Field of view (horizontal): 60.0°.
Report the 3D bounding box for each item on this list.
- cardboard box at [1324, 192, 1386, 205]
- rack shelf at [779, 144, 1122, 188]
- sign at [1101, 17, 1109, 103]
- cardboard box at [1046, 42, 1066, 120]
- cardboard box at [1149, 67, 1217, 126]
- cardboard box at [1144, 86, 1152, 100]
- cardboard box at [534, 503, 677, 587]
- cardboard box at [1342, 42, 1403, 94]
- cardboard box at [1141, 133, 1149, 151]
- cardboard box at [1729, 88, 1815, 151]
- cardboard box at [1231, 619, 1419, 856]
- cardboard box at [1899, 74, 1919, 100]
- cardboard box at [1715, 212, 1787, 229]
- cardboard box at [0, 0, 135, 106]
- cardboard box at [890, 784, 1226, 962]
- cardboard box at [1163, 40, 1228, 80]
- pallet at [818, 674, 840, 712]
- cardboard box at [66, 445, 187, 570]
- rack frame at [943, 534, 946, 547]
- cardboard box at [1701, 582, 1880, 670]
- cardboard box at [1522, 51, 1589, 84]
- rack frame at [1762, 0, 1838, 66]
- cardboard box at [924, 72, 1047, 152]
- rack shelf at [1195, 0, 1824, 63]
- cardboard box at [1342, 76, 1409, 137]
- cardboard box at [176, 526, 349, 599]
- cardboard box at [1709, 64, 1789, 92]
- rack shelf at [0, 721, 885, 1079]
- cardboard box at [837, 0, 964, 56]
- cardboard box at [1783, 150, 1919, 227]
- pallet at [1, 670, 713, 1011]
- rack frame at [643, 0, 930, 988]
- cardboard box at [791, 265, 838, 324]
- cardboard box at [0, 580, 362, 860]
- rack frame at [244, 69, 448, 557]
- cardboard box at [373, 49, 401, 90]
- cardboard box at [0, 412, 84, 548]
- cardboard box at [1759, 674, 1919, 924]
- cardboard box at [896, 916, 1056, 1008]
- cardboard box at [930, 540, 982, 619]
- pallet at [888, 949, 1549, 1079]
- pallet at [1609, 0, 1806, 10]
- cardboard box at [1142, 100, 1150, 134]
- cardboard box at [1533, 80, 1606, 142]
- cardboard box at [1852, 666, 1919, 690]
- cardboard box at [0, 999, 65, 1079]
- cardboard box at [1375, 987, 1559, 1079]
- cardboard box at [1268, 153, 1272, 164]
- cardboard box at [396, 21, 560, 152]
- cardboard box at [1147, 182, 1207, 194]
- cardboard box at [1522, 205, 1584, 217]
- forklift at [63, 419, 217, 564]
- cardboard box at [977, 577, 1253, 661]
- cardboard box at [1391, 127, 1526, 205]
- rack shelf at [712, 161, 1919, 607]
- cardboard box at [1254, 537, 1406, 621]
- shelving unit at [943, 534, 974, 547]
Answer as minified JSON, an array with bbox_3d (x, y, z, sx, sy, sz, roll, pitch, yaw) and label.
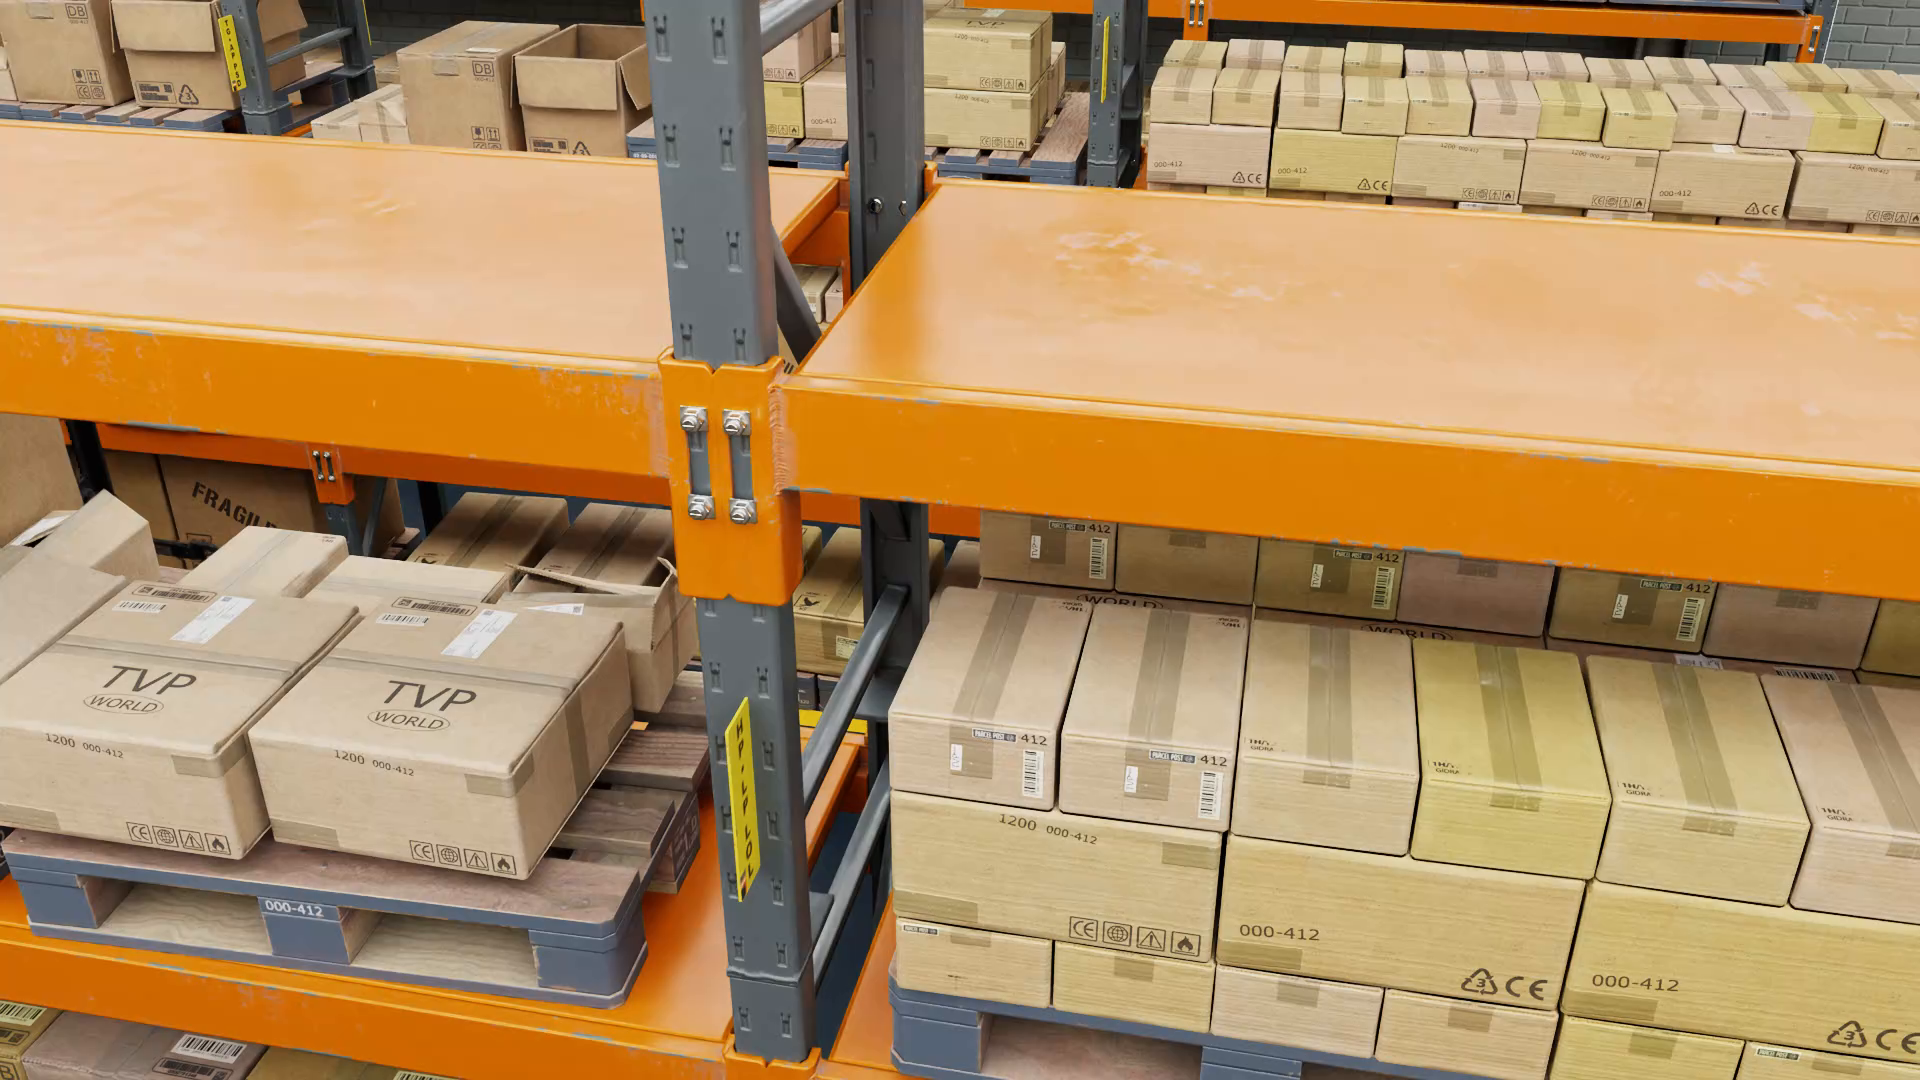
[{"bbox_3d":[1.706,-1.498,7.163,0.250,0.149,0.380,7,29,12],"label":"cardboard box"},{"bbox_3d":[-1.250,-1.709,8.036,4.000,0.370,1.077,6,29,11],"label":"rack shelf"},{"bbox_3d":[0.594,-1.962,6.801,0.005,0.325,0.100,6,29,11],"label":"sign"},{"bbox_3d":[0.218,-2.189,7.883,0.500,0.250,0.500,5,29,9],"label":"cardboard box"},{"bbox_3d":[0.946,-1.879,7.028,0.250,0.149,0.380,5,29,10],"label":"cardboard box"},{"bbox_3d":[1.440,-3.304,12.544,0.250,0.149,0.380,5,29,9],"label":"cardboard box"},{"bbox_3d":[-1.932,0.191,9.239,0.625,0.372,0.950,5,29,10],"label":"cardboard box"},{"bbox_3d":[1.849,-2.112,7.453,0.250,0.149,0.380,7,29,12],"label":"cardboard box"},{"bbox_3d":[1.205,-2.922,12.262,0.500,0.250,0.500,5,29,9],"label":"cardboard box"},{"bbox_3d":[3.253,-1.696,6.694,0.250,0.149,0.380,6,29,11],"label":"cardboard box"},{"bbox_3d":[0.553,0.290,2.525,0.250,0.149,0.380,6,29,10],"label":"cardboard box"},{"bbox_3d":[4.063,-1.812,6.905,0.250,0.149,0.380,6,29,10],"label":"cardboard box"},{"bbox_3d":[3.220,-1.329,6.853,0.250,0.149,0.380,6,29,10],"label":"cardboard box"},{"bbox_3d":[-4.214,-2.463,8.123,0.500,0.500,0.700,4,29,8],"label":"cardboard box"},{"bbox_3d":[0.191,0.399,2.742,0.500,0.250,0.500,6,29,11],"label":"cardboard box"},{"bbox_3d":[1.061,-2.134,7.494,0.250,0.149,0.380,6,29,12],"label":"cardboard box"},{"bbox_3d":[-0.056,0.638,9.028,1.213,0.211,1.003,6,29,11],"label":"pallet"},{"bbox_3d":[-4.735,-0.361,9.724,0.875,0.875,0.875,6,29,11],"label":"cardboard box"},{"bbox_3d":[-0.075,-0.534,10.138,0.006,1.200,0.240,6,29,11],"label":"rack frame"},{"bbox_3d":[1.429,0.057,2.950,0.250,0.149,0.380,5,29,10],"label":"cardboard box"},{"bbox_3d":[2.598,-2.024,7.292,0.250,0.149,0.380,6,29,11],"label":"cardboard box"},{"bbox_3d":[5.651,-2.439,11.743,0.127,3.000,1.000,6,29,11],"label":"rack frame"},{"bbox_3d":[0.104,-1.933,7.414,0.500,0.250,0.500,5,29,10],"label":"cardboard box"},{"bbox_3d":[3.695,-3.639,11.561,4.000,0.370,1.077,6,29,11],"label":"rack shelf"},{"bbox_3d":[1.714,-1.797,6.878,0.250,0.149,0.380,6,29,10],"label":"cardboard box"},{"bbox_3d":[-1.545,0.130,3.647,0.250,0.149,0.380,6,29,11],"label":"cardboard box"},{"bbox_3d":[3.339,-1.906,7.077,0.250,0.149,0.380,6,29,10],"label":"cardboard box"},{"bbox_3d":[-2.185,0.626,3.771,4.000,0.370,1.077,6,29,11],"label":"rack shelf"},{"bbox_3d":[-0.271,-2.454,7.845,0.500,0.250,0.500,5,29,9],"label":"cardboard box"},{"bbox_3d":[3.572,-1.470,6.696,0.500,0.250,0.500,5,29,10],"label":"cardboard box"},{"bbox_3d":[-1.136,0.526,3.403,1.217,0.209,0.805,5,29,9],"label":"pallet"},{"bbox_3d":[-0.229,-0.805,2.511,0.127,3.000,1.000,6,29,11],"label":"rack frame"},{"bbox_3d":[-0.742,-1.171,7.901,0.250,0.149,0.380,5,29,8],"label":"cardboard box"},{"bbox_3d":[-1.482,0.328,3.180,0.500,0.250,0.500,6,29,10],"label":"cardboard box"},{"bbox_3d":[-3.206,-0.909,8.949,0.127,3.000,1.000,6,29,11],"label":"rack frame"},{"bbox_3d":[-4.384,-3.586,13.297,0.500,0.500,0.700,6,29,10],"label":"cardboard box"},{"bbox_3d":[-2.382,-0.119,3.737,0.500,0.500,0.500,6,29,11],"label":"cardboard box"},{"bbox_3d":[1.301,0.366,2.385,0.250,0.149,0.380,6,29,10],"label":"cardboard box"},{"bbox_3d":[0.056,0.589,2.809,0.250,0.149,0.380,5,29,10],"label":"cardboard box"},{"bbox_3d":[0.192,0.409,8.841,0.625,0.372,0.950,6,29,11],"label":"cardboard box"},{"bbox_3d":[0.569,0.637,3.094,1.213,0.211,1.003,6,29,11],"label":"pallet"},{"bbox_3d":[4.965,-3.799,11.195,1.213,0.211,1.003,6,29,11],"label":"pallet"},{"bbox_3d":[1.358,-3.098,12.168,0.250,0.149,0.380,7,29,12],"label":"cardboard box"},{"bbox_3d":[2.483,-1.762,6.814,0.250,0.149,0.380,6,29,12],"label":"cardboard box"},{"bbox_3d":[1.784,0.299,2.924,0.500,0.250,0.500,6,29,10],"label":"cardboard box"},{"bbox_3d":[-2.207,1.144,4.053,0.500,0.500,0.700,6,29,10],"label":"cardboard box"},{"bbox_3d":[0.798,0.665,2.670,0.250,0.149,0.380,5,29,10],"label":"cardboard box"},{"bbox_3d":[1.307,-1.759,7.639,0.250,0.149,0.380,6,29,11],"label":"cardboard box"},{"bbox_3d":[-2.281,-2.169,8.023,0.500,0.500,0.700,6,29,11],"label":"cardboard box"},{"bbox_3d":[0.962,-1.566,7.286,0.250,0.149,0.380,5,29,10],"label":"cardboard box"},{"bbox_3d":[2.470,-1.412,7.006,0.250,0.149,0.380,6,29,11],"label":"cardboard box"},{"bbox_3d":[-3.836,0.114,7.152,3.031,2.935,1.130,8,30,14],"label":"forklift"},{"bbox_3d":[0.306,0.147,3.202,0.500,0.250,0.500,6,29,10],"label":"cardboard box"},{"bbox_3d":[2.072,-1.612,6.956,0.500,0.250,0.500,6,29,11],"label":"cardboard box"},{"bbox_3d":[1.727,-0.113,2.414,4.000,0.370,1.077,6,29,11],"label":"rack shelf"},{"bbox_3d":[0.688,-0.019,3.089,0.250,0.149,0.380,6,29,10],"label":"cardboard box"},{"bbox_3d":[0.014,-0.525,10.121,0.189,1.200,0.258,6,29,11],"label":"shelving unit"}]
